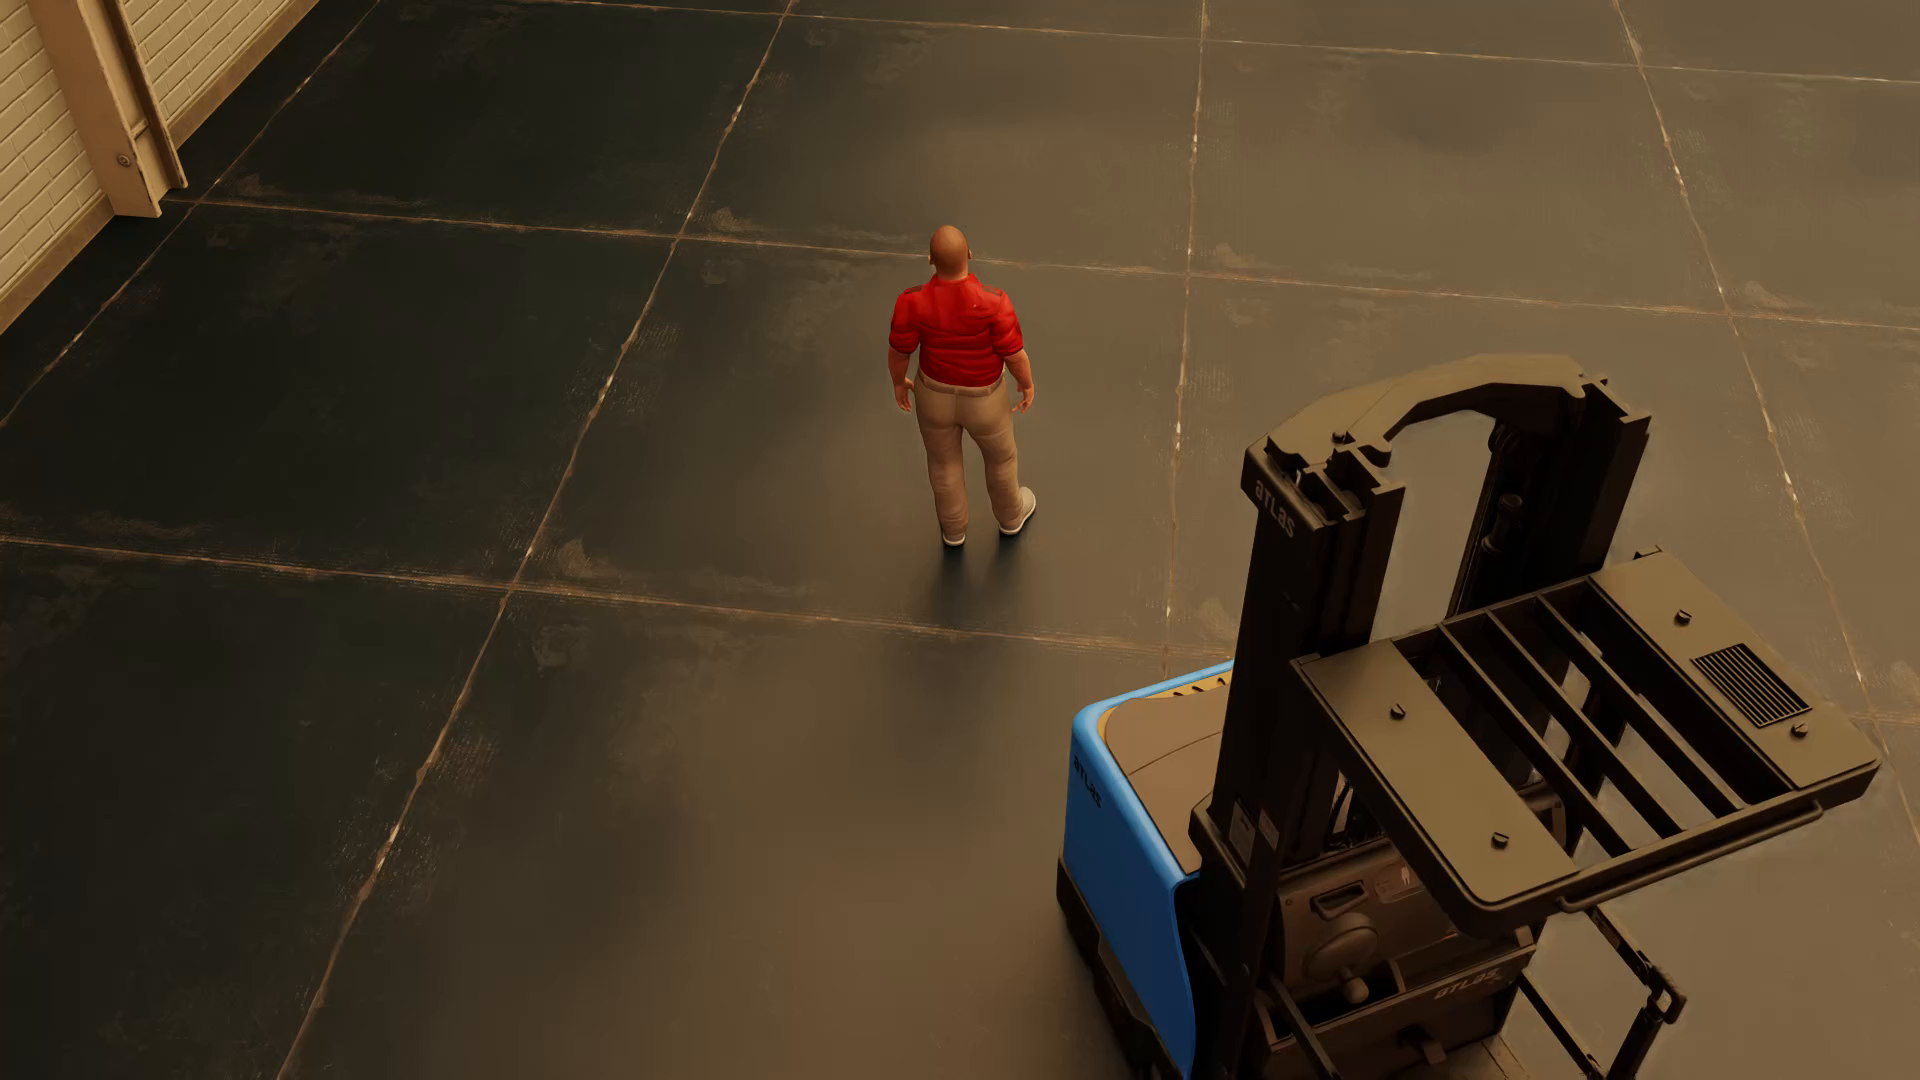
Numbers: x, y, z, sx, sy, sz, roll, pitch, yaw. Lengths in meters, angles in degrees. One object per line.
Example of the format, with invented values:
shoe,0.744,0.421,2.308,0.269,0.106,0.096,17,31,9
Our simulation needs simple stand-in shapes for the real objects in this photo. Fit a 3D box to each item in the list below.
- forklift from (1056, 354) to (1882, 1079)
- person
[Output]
forklift,1.389,1.093,4.535,1.130,2.935,3.031,-15,45,-16
person,0.024,-0.701,7.366,0.640,1.727,0.551,5,43,6
